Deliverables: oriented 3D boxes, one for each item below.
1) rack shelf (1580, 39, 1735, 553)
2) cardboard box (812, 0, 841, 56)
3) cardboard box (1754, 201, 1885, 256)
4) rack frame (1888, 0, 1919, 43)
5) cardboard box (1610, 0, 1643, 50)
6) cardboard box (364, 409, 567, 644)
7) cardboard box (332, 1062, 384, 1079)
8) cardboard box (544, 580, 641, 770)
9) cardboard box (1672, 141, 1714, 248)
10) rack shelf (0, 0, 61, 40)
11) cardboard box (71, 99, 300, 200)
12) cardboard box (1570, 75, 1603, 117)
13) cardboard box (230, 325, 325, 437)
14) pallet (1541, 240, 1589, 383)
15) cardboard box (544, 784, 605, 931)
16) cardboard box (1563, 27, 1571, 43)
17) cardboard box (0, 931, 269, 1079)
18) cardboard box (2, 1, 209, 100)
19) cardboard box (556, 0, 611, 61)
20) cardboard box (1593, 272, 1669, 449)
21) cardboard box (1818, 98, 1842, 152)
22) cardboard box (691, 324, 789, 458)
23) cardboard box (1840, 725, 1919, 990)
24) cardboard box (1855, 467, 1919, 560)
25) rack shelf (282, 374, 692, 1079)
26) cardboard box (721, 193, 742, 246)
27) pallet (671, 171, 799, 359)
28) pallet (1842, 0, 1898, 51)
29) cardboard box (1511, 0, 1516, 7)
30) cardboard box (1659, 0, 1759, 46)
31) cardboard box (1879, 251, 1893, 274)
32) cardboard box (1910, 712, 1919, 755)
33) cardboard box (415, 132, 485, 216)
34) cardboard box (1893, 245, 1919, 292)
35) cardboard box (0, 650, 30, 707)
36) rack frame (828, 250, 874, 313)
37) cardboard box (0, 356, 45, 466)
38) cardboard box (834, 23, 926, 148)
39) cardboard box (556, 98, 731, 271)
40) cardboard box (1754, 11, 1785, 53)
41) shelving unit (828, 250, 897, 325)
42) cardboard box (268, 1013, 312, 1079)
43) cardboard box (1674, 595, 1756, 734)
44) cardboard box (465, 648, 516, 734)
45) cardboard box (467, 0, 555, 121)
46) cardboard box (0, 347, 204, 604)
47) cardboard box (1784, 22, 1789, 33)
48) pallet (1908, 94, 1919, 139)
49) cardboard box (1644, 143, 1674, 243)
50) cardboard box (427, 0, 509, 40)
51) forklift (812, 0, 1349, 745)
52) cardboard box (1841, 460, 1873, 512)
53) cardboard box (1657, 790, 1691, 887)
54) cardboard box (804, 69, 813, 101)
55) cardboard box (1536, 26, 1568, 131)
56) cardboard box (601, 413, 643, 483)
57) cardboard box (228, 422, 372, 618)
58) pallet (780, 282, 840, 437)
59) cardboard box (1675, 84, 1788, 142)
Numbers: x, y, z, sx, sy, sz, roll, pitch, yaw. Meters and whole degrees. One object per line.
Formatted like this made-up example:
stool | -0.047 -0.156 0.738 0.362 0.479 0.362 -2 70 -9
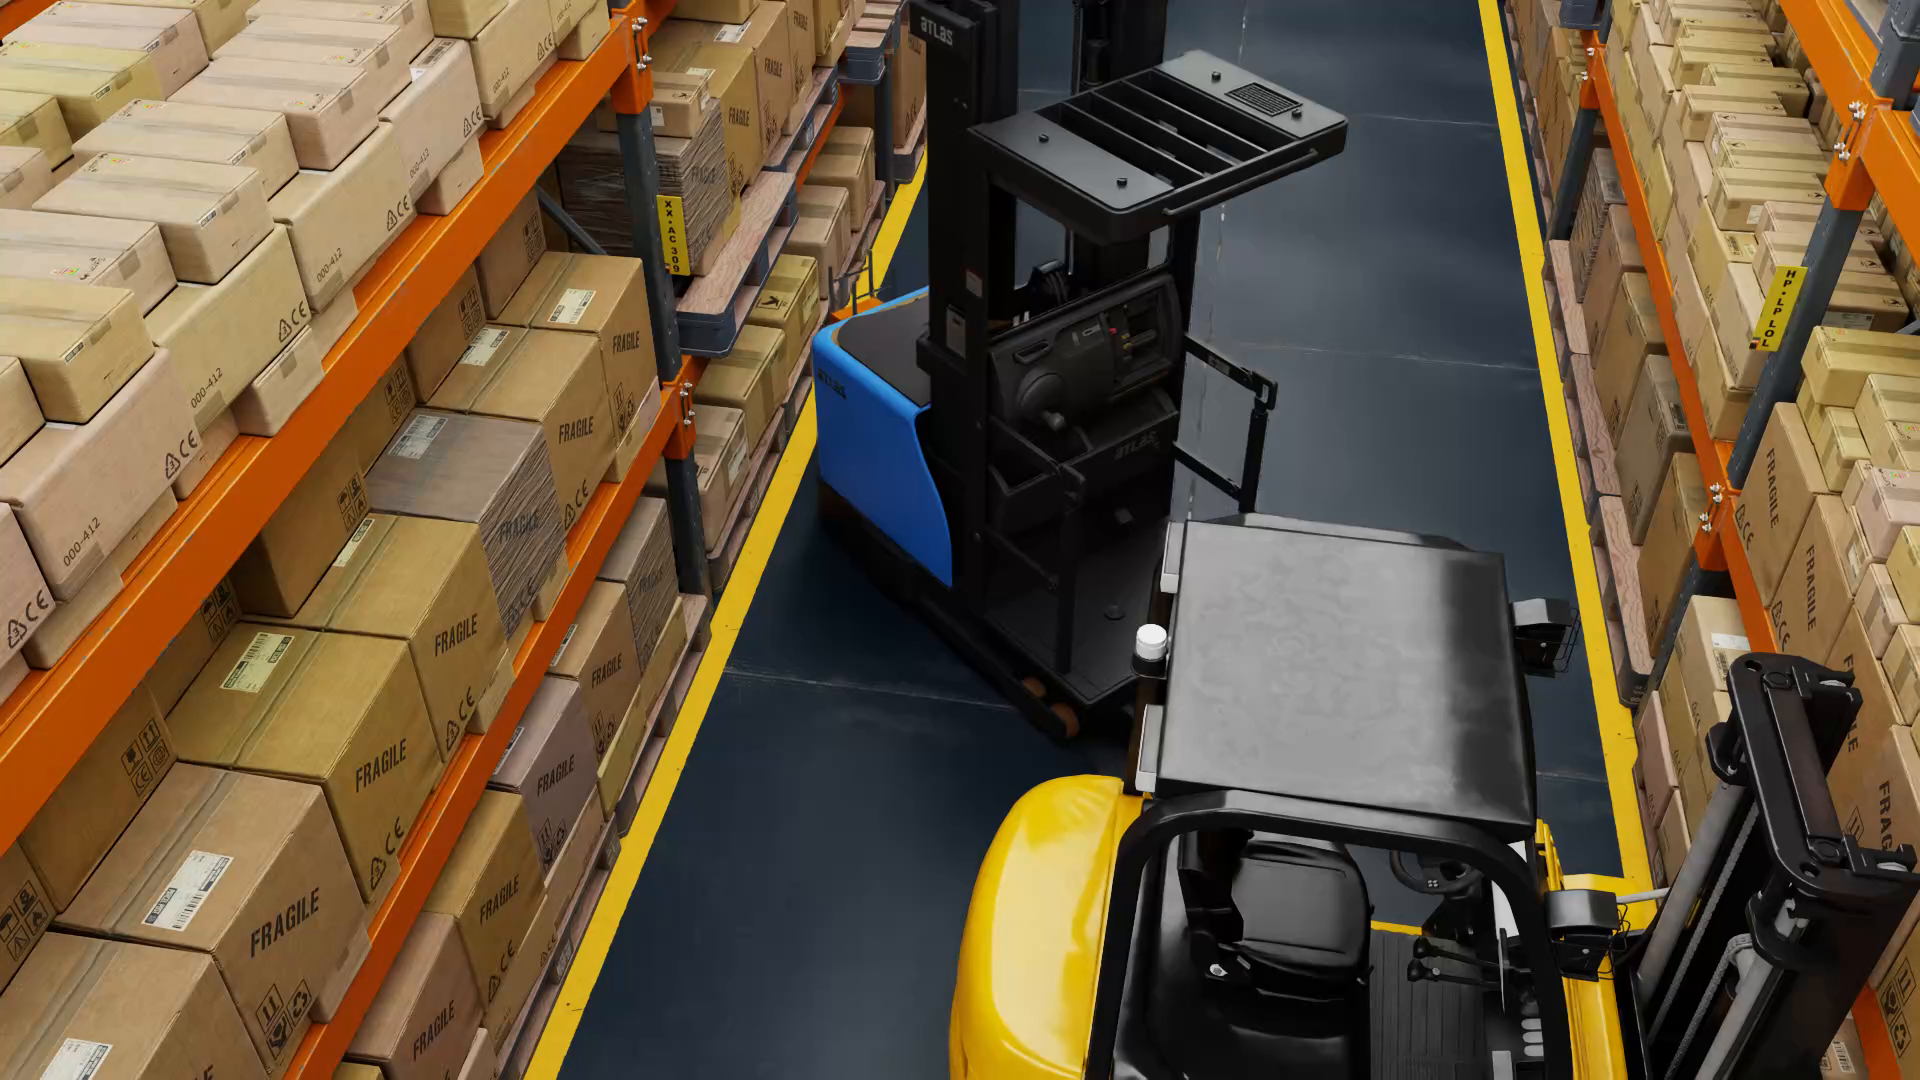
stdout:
rack shelf | 3.631 -1.284 7.610 1.077 0.370 4.000 6 40 8
cardboard box | -0.882 -2.718 8.139 0.500 0.500 0.500 4 40 5
cardboard box | 3.247 -1.145 6.290 0.380 0.149 0.250 6 40 8
rack frame | 3.285 -2.618 3.951 1.000 3.000 0.127 6 40 8
cardboard box | 3.636 -2.703 8.487 0.500 0.250 0.500 6 40 8
cardboard box | -1.604 -0.048 5.239 0.500 0.500 0.500 7 40 9
cardboard box | -1.881 1.777 4.583 0.500 0.500 0.500 5 40 6
cardboard box | -1.528 0.478 6.154 0.500 0.500 0.500 7 40 8
cardboard box | 3.295 -1.421 6.937 0.500 0.250 0.500 7 40 9
rack shelf | -6.151 -2.311 8.853 1.077 0.370 4.000 6 40 8
cardboard box | -1.740 -0.859 3.750 0.380 0.149 0.250 7 40 9
cardboard box | 3.814 -2.603 9.764 0.380 0.149 0.250 5 40 5
cardboard box | -1.699 -0.384 3.800 0.380 0.149 0.250 7 40 8
pallet | 3.797 -1.229 9.168 1.003 0.211 1.213 6 40 8
cardboard box | -1.617 1.101 5.989 0.500 0.250 0.500 7 40 8
cardboard box | 4.052 -3.255 10.553 0.380 0.149 0.250 6 40 7
cardboard box | -1.941 1.239 3.682 0.500 0.500 0.500 6 40 7
cardboard box | -2.152 -1.233 4.201 0.380 0.149 0.250 6 40 7
cardboard box | -1.358 -1.678 5.366 0.380 0.149 0.250 7 40 8
cardboard box | 3.635 -0.840 8.042 0.875 0.625 0.625 5 40 6
cardboard box | 3.867 -1.743 7.014 0.380 0.149 0.250 7 40 8
cardboard box | -1.395 -0.781 8.170 0.950 0.372 0.625 9 40 10
cardboard box | 2.683 0.865 4.368 0.500 0.500 0.500 7 40 8
cardboard box | 2.801 -0.057 4.740 0.380 0.149 0.250 7 40 9
rack shelf | -1.950 0.681 5.233 1.077 0.370 4.000 6 40 8
cardboard box | -1.145 -1.384 7.034 0.380 0.149 0.250 7 40 9
pallet | -1.329 -1.241 7.144 1.003 0.211 1.213 6 40 8
pallet | 3.425 -1.943 5.639 0.805 0.209 1.217 5 40 6
cardboard box | 4.364 -4.247 12.261 0.500 0.500 0.500 8 40 10
cardboard box | 3.535 -2.440 7.857 0.380 0.149 0.250 7 40 8
cardboard box | 3.723 -1.046 6.483 0.500 0.250 0.500 6 40 7
cardboard box | 2.684 0.545 4.247 0.380 0.149 0.250 6 40 7
cardboard box | -1.550 -1.034 4.587 0.380 0.149 0.250 7 40 9
cardboard box | 3.656 -0.954 6.059 0.380 0.149 0.250 5 40 6
cardboard box | -1.962 0.253 3.030 0.380 0.149 0.250 5 40 6
rack frame | -0.495 -0.806 7.880 0.240 1.200 0.006 -26 46 -28
cardboard box | -1.902 -0.218 2.974 0.380 0.149 0.250 6 40 8
cardboard box | -0.711 -3.129 10.615 0.875 0.875 0.875 6 40 7
cardboard box | -1.241 -1.429 6.579 0.500 0.500 0.500 7 40 9
cardboard box | 4.087 -2.318 8.021 0.500 0.250 0.500 7 40 8
shelving unit | -0.439 -0.760 7.824 0.258 1.200 0.189 -26 46 -28
cardboard box | -1.878 1.248 4.180 0.380 0.149 0.250 5 40 6
cardboard box | 2.893 0.475 5.961 0.500 0.250 0.500 6 40 7
cardboard box | -1.615 0.442 5.156 0.380 0.149 0.250 7 40 8
cardboard box | -1.502 -1.440 4.765 0.500 0.250 0.500 6 40 7
cardboard box | -1.850 -0.155 3.210 0.500 0.250 0.500 6 40 7
cardboard box | 4.107 -2.384 7.789 0.380 0.149 0.250 6 40 7
pallet | 3.163 -0.890 4.285 1.003 0.211 1.213 6 40 8
cardboard box | 3.394 -1.543 7.476 0.500 0.250 0.500 8 40 9
cardboard box | -1.462 -1.492 4.515 0.380 0.149 0.250 8 40 9
forklift | 0.636 -0.658 6.343 1.130 2.935 3.031 -26 46 -28
cardboard box | 2.910 -0.094 5.019 0.380 0.149 0.250 6 40 8
cardboard box | 2.803 1.179 5.895 0.500 0.250 0.500 6 40 7
cardboard box | -0.927 -2.214 8.038 0.380 0.149 0.250 5 40 6
cardboard box | 4.024 -2.946 10.688 0.500 0.500 0.500 8 40 10
cardboard box | -1.396 -0.362 6.127 0.380 0.149 0.250 7 40 9
cardboard box | -2.118 -0.170 4.602 0.700 0.500 0.500 6 40 7
pallet | -1.262 -1.033 8.931 1.003 0.211 1.213 6 40 8
cardboard box | 3.287 -1.814 7.099 0.380 0.149 0.250 5 40 6
